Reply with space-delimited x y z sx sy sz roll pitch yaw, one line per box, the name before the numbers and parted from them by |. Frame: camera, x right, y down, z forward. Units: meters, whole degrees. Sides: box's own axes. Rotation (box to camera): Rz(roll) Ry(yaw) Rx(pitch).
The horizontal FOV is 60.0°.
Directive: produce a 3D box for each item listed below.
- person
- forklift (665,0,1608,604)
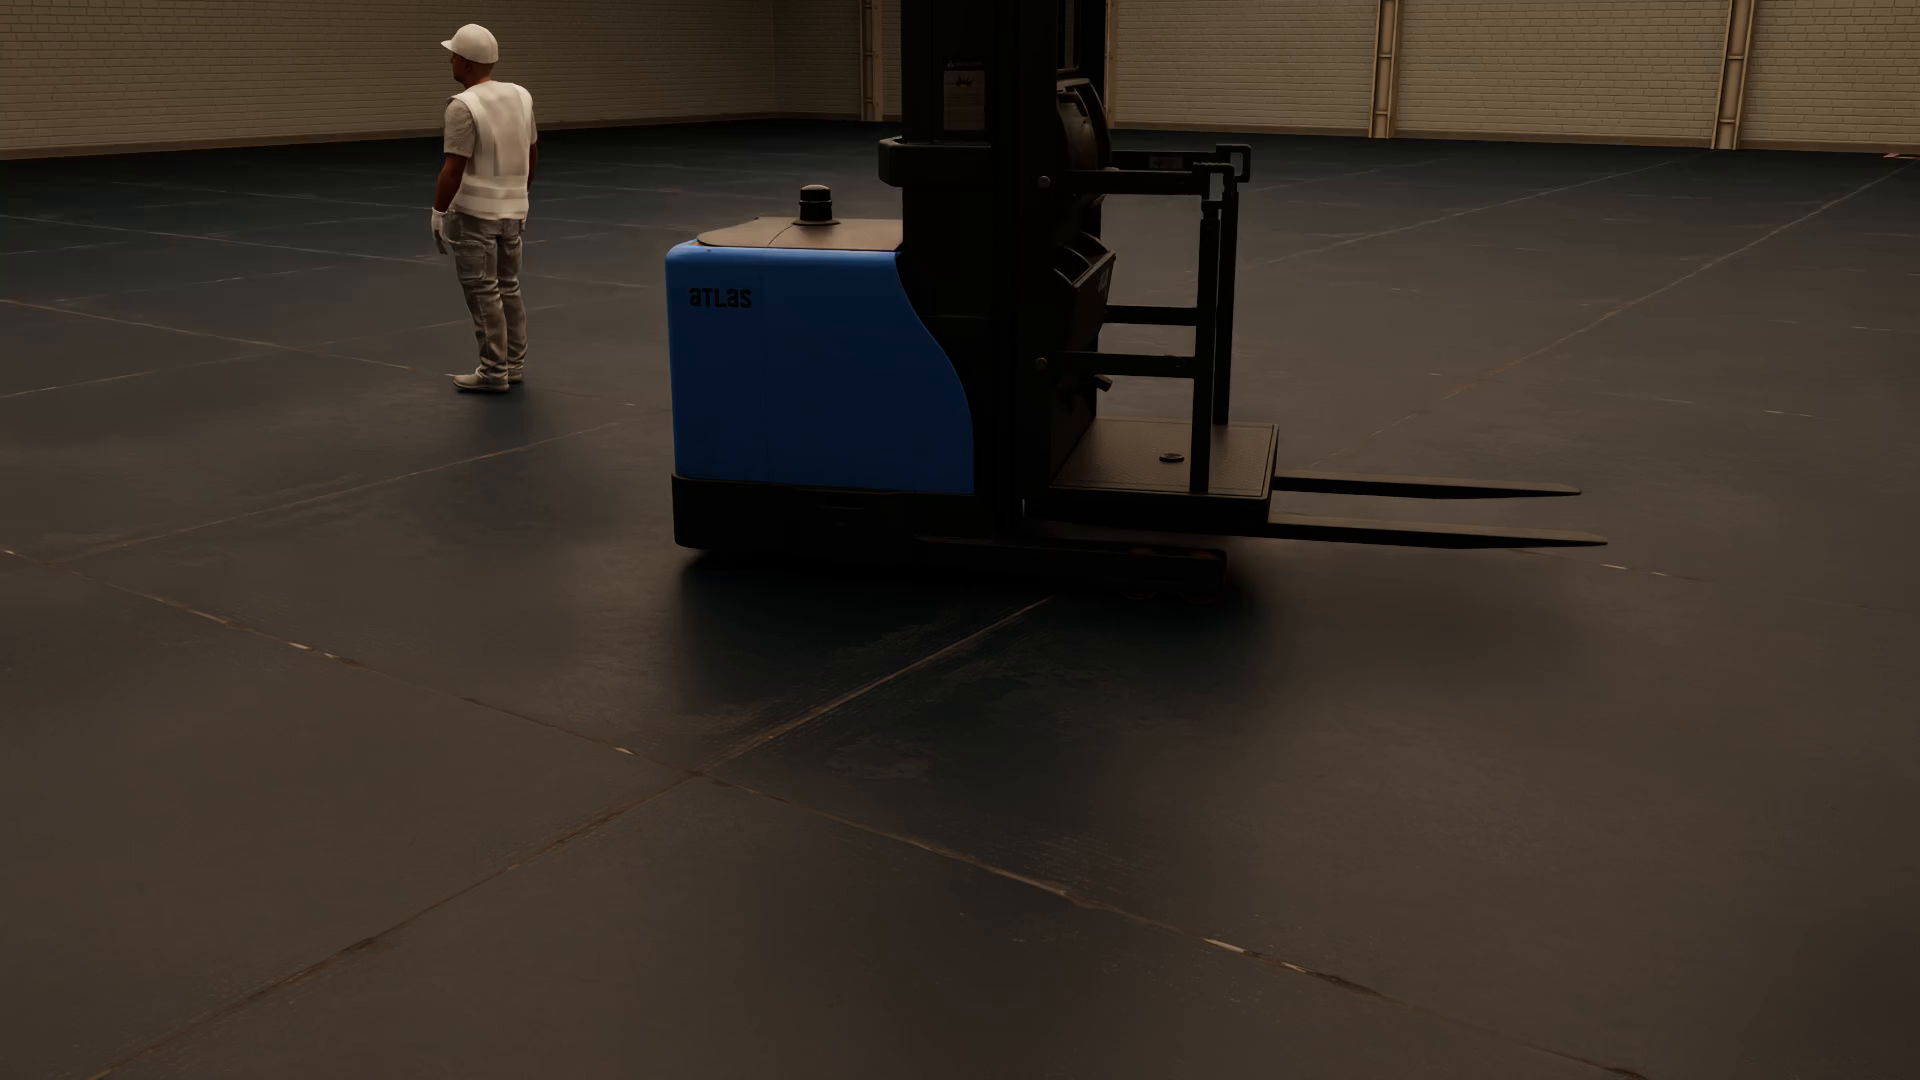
person | -2.410 -1.630 8.261 0.577 1.782 0.657 8 18 25
forklift | 0.595 -1.367 5.404 3.031 2.935 1.130 4 17 12
